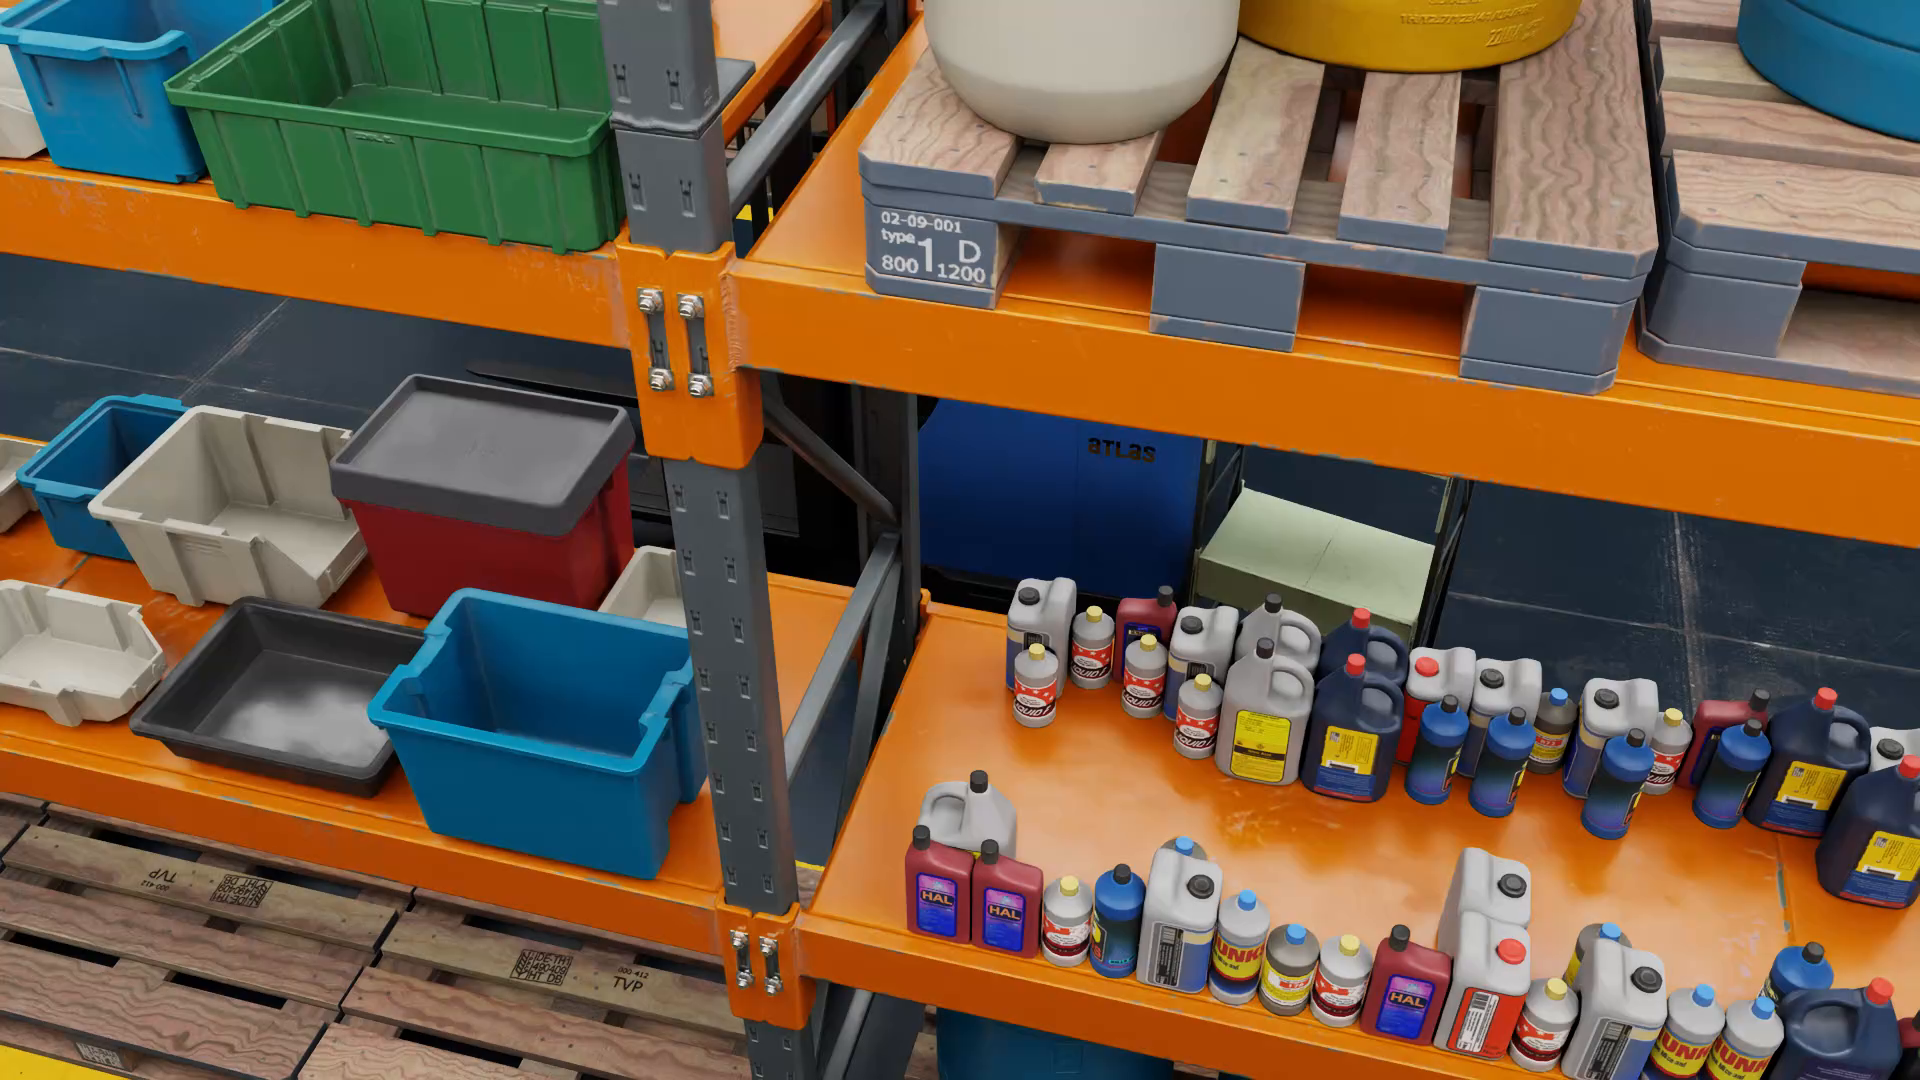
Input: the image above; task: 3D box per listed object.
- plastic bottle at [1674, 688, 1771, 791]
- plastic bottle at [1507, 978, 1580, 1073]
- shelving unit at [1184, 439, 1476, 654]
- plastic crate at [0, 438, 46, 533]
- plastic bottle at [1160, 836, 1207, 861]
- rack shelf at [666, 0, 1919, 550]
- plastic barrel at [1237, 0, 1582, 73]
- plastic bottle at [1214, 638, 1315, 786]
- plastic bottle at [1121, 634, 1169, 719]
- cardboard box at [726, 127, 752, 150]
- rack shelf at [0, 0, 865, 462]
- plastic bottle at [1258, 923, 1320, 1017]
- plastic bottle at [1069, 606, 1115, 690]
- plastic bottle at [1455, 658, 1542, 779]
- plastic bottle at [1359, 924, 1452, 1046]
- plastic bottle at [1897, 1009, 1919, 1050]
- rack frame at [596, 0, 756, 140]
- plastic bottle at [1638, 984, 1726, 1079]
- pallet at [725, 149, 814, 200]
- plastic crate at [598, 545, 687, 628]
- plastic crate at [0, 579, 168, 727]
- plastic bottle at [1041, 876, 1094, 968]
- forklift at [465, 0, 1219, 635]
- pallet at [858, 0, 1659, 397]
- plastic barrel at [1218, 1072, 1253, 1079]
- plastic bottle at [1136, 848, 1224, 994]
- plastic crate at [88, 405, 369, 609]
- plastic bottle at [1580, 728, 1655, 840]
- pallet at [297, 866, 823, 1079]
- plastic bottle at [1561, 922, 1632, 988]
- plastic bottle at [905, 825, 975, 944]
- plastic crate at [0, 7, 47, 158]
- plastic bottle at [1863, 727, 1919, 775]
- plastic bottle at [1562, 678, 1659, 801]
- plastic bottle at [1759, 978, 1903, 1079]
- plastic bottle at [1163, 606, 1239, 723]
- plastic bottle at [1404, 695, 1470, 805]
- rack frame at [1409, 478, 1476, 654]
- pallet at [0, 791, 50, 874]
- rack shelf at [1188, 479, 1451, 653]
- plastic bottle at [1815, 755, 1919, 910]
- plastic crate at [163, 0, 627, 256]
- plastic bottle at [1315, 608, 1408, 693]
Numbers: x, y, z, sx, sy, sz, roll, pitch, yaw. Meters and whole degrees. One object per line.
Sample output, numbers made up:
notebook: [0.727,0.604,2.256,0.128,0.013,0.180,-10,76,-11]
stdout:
plastic bottle: [1.612,0.418,3.511,0.133,0.283,0.061,10,41,11]
plastic bottle: [1.066,0.873,3.033,0.097,0.201,0.097,0,40,0]
shelving unit: [1.158,-0.085,5.186,0.755,1.500,0.431,19,44,21]
plastic crate: [-2.469,-0.145,4.248,0.250,0.136,0.298,10,41,11]
plastic bottle: [0.435,0.663,3.283,0.097,0.201,0.097,0,40,0]
rack shelf: [1.650,-0.248,2.439,4.000,0.370,1.077,10,41,11]
plastic barrel: [0.652,-1.063,2.378,0.600,0.588,0.600,0,40,0]
plastic bottle: [0.653,0.351,3.538,0.185,0.351,0.144,10,41,11]
plastic bottle: [0.415,0.296,3.720,0.097,0.201,0.097,0,40,0]
cardboard box: [-1.348,-2.588,8.325,0.875,0.875,0.875,10,41,11]
rack shelf: [-2.214,-0.913,3.231,4.000,0.370,1.077,10,41,11]
plastic bottle: [0.619,0.796,3.124,0.097,0.201,0.097,0,40,0]
plastic bottle: [0.302,0.236,3.791,0.097,0.201,0.097,0,40,0]
plastic bottle: [1.153,0.372,3.571,0.135,0.276,0.152,10,41,11]
plastic bottle: [0.820,0.811,3.042,0.133,0.283,0.061,10,41,11]
plastic bottle: [1.685,0.920,2.913,0.133,0.283,0.061,10,41,11]
rack frame: [-0.282,-2.004,1.639,0.127,3.000,1.000,10,41,11]
plastic bottle: [1.290,0.885,2.964,0.097,0.271,0.097,0,40,0]
pallet: [-0.898,-2.093,8.578,1.213,0.211,1.003,10,41,11]
plastic crate: [-0.694,0.205,3.832,0.243,0.136,0.396,10,41,11]
plastic crate: [-2.042,0.268,3.756,0.466,0.136,0.293,10,41,11]
plastic bottle: [0.207,0.725,3.209,0.097,0.201,0.097,0,40,0]
forklift: [-0.609,-1.225,5.430,3.031,2.935,1.130,10,41,11]
pallet: [0.501,-0.714,2.582,1.003,0.211,1.213,10,41,11]
plastic barrel: [0.923,1.155,3.848,0.708,0.901,0.600,10,41,11]
plastic bottle: [0.420,0.715,3.163,0.135,0.276,0.152,10,41,11]
plastic crate: [-1.709,-0.053,4.026,0.530,0.282,0.437,10,41,11]
plastic bottle: [1.362,0.493,3.430,0.097,0.271,0.097,0,40,0]
pallet: [-1.002,1.263,4.582,1.213,0.211,1.003,10,41,11]
plastic bottle: [1.200,0.795,3.126,0.097,0.201,0.097,0,40,0]
plastic bottle: [-0.038,0.664,3.218,0.133,0.283,0.061,10,41,11]
plastic crate: [-1.609,-0.730,2.659,0.466,0.136,0.293,10,41,11]
plastic bottle: [1.908,0.502,3.416,0.135,0.276,0.152,10,41,11]
plastic bottle: [1.377,0.411,3.525,0.135,0.276,0.152,10,41,11]
plastic bottle: [1.527,0.880,2.909,0.185,0.351,0.144,10,41,11]
plastic bottle: [0.535,0.266,3.697,0.135,0.276,0.152,10,41,11]
plastic bottle: [1.008,0.432,3.503,0.097,0.271,0.097,0,40,0]
rack frame: [1.482,0.025,5.054,0.023,1.500,0.400,19,44,21]
pallet: [-3.359,0.857,5.065,1.213,0.211,1.003,10,41,11]
rack shelf: [1.158,0.164,5.395,0.720,0.370,0.431,19,44,21]
plastic bottle: [1.846,0.562,3.287,0.185,0.351,0.144,10,41,11]
plastic crate: [-0.769,-0.657,2.532,0.662,0.188,0.450,10,41,11]
plastic bottle: [0.869,0.292,3.608,0.185,0.351,0.144,10,41,11]
